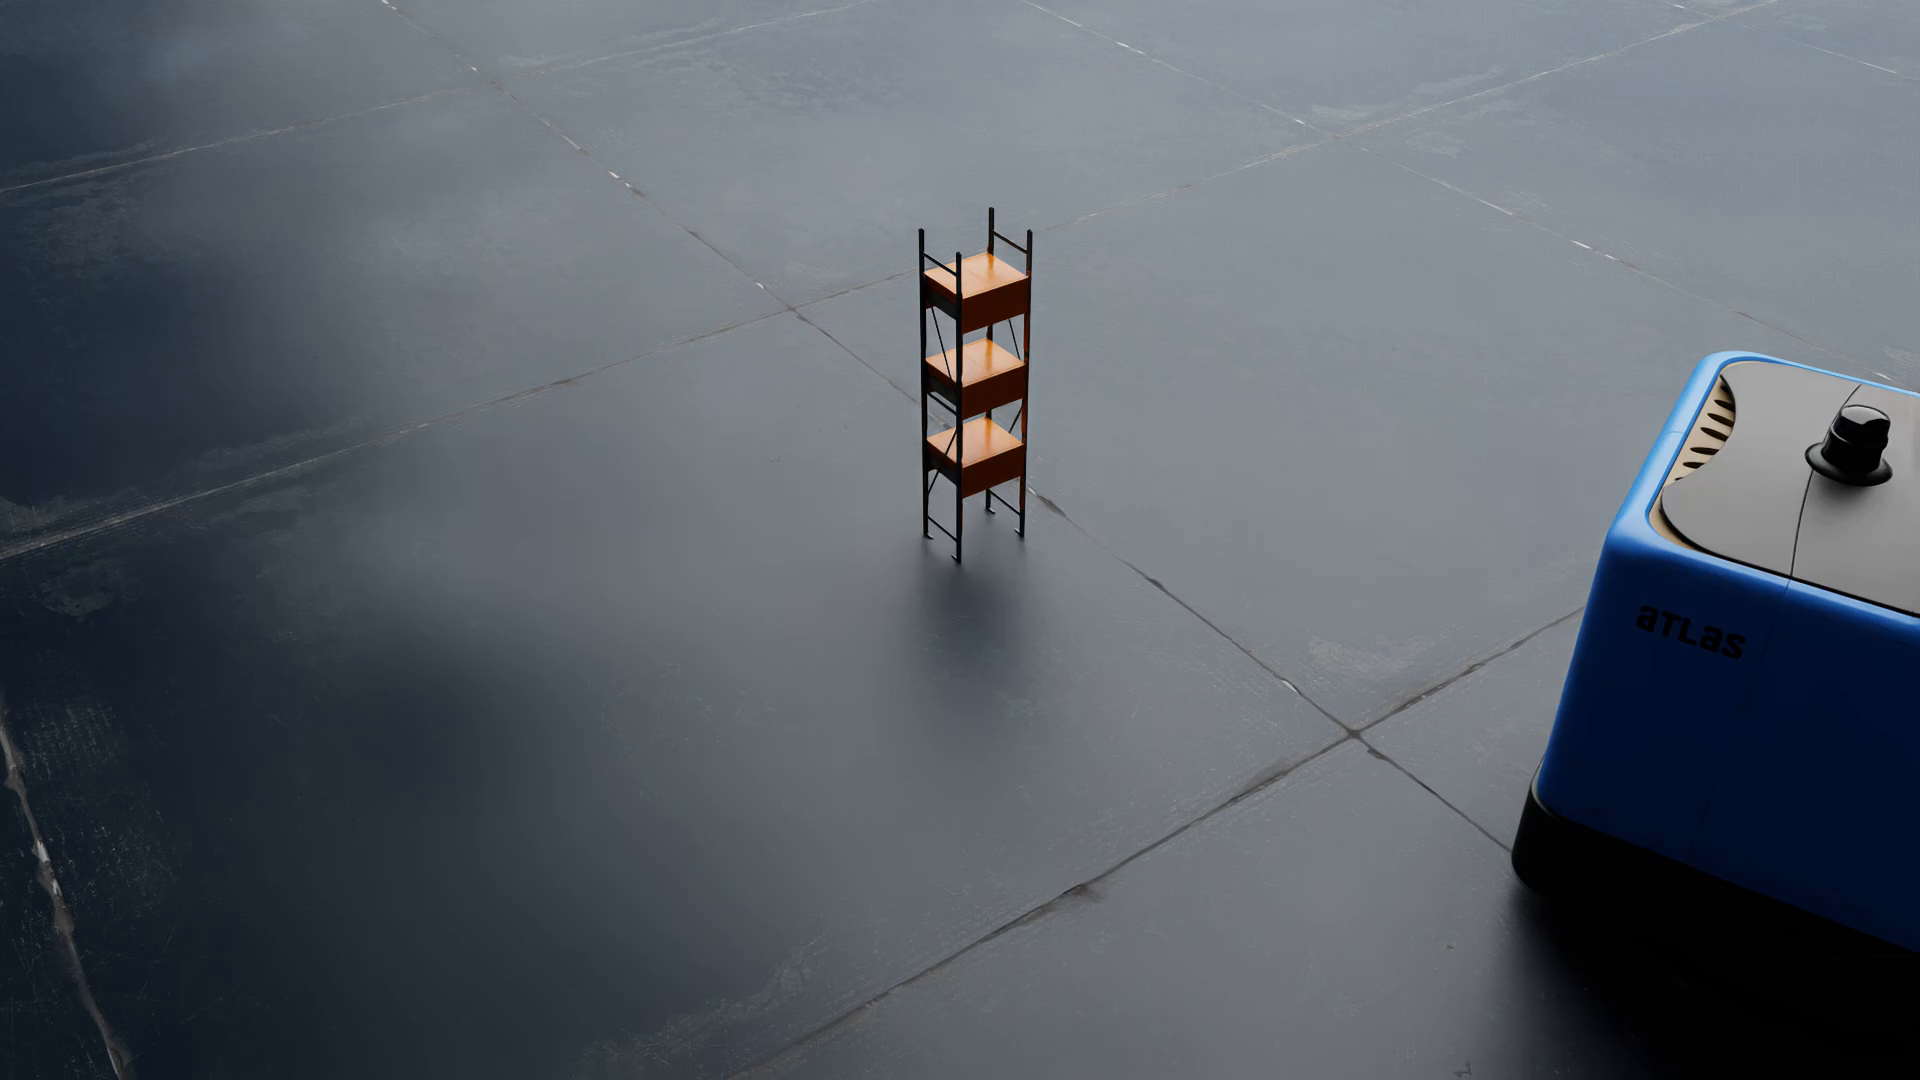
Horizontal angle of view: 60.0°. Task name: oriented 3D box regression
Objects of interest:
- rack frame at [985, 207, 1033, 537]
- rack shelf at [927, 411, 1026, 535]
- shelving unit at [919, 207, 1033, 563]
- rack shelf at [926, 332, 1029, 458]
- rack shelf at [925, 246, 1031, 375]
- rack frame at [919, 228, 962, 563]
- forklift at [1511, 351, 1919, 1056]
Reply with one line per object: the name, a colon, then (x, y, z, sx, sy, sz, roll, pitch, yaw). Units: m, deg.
rack frame: (0.143, -0.485, 5.026, 0.008, 1.050, 0.200, -22, 41, -28)
rack shelf: (0.044, -0.210, 5.137, 0.240, 0.259, 0.215, -22, 41, -28)
shelving unit: (0.044, -0.444, 4.968, 0.252, 1.050, 0.215, -22, 41, -28)
rack shelf: (0.044, -0.436, 4.975, 0.240, 0.259, 0.215, -22, 41, -28)
rack shelf: (0.044, -0.666, 4.809, 0.240, 0.259, 0.215, -22, 41, -28)
rack frame: (-0.056, -0.403, 4.911, 0.008, 1.050, 0.200, -22, 41, -28)
forklift: (2.859, -0.110, 2.893, 3.031, 2.935, 1.130, 20, 40, 26)
